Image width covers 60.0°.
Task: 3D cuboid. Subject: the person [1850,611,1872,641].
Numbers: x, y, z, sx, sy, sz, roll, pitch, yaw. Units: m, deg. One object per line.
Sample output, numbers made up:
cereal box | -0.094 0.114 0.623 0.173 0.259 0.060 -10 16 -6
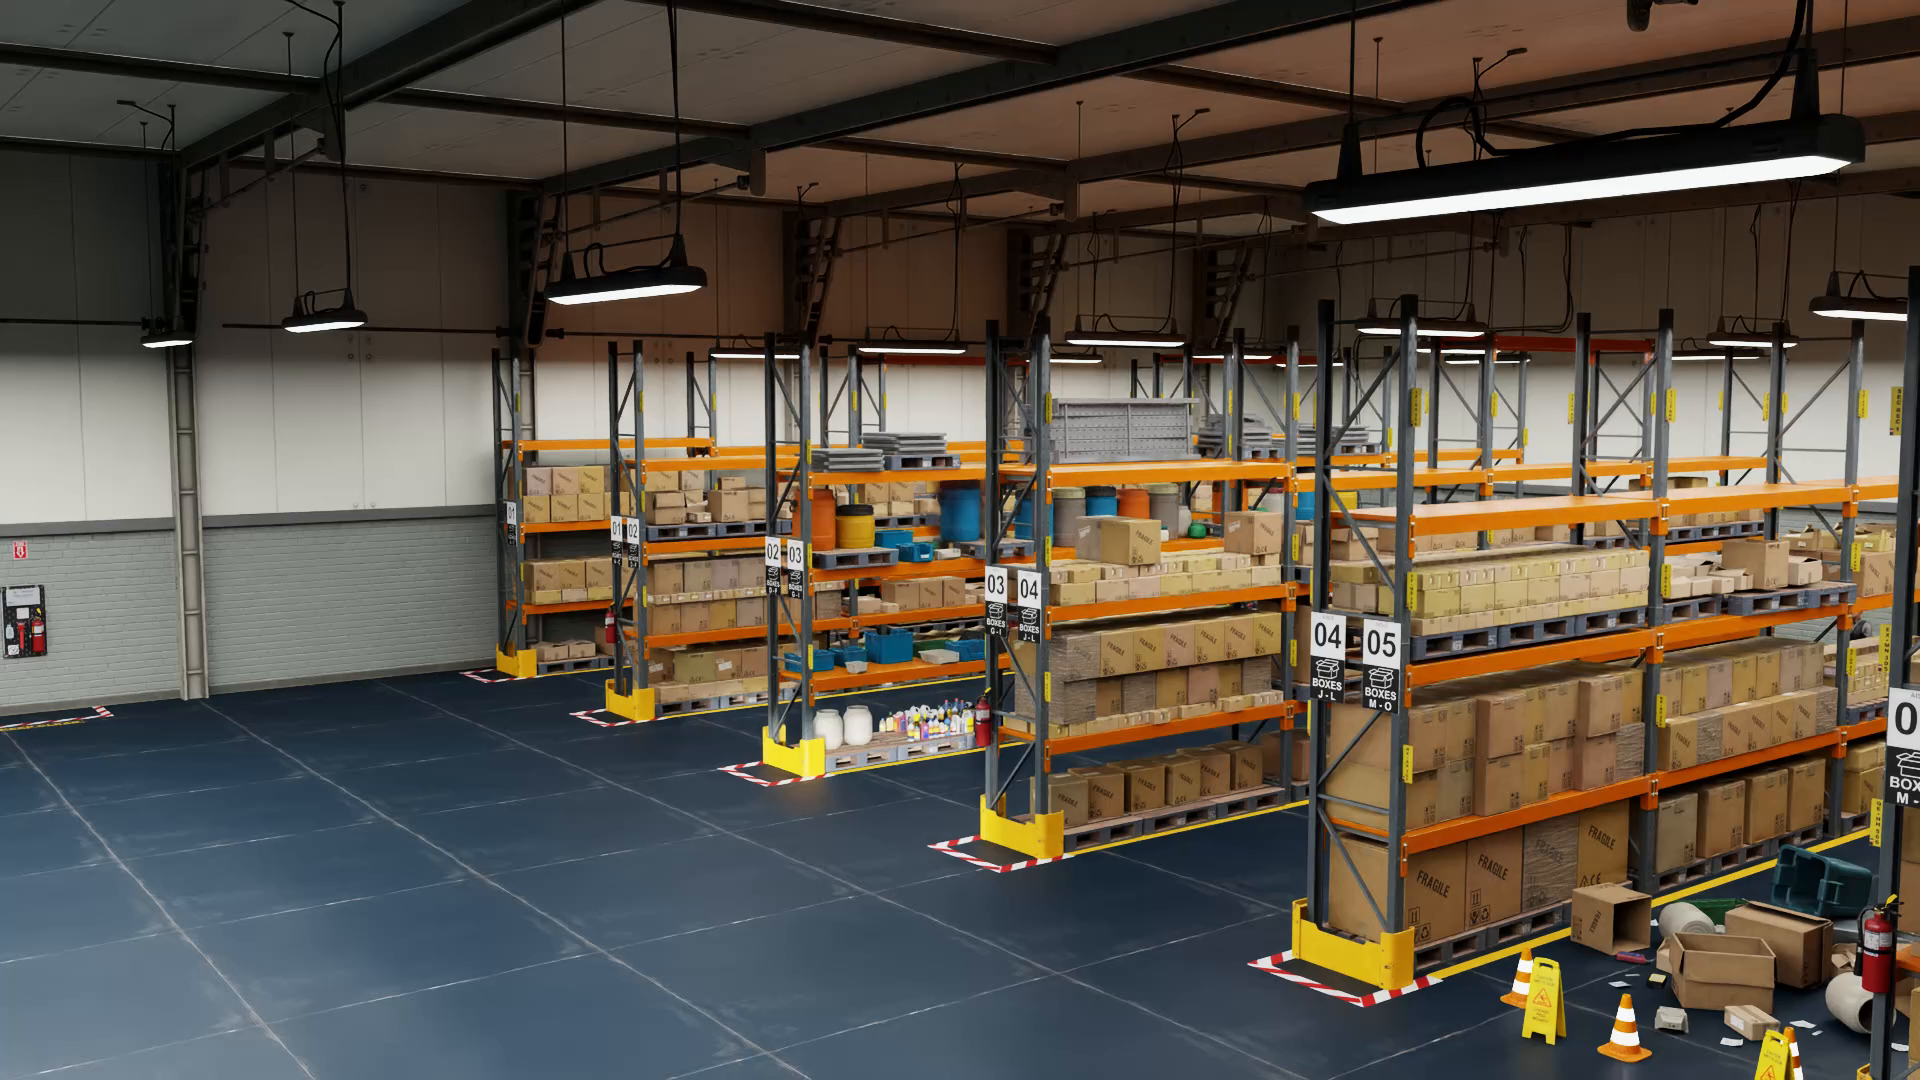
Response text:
person | 14.781 1.905 27.493 1.058 1.667 0.556 -4 7 -40
